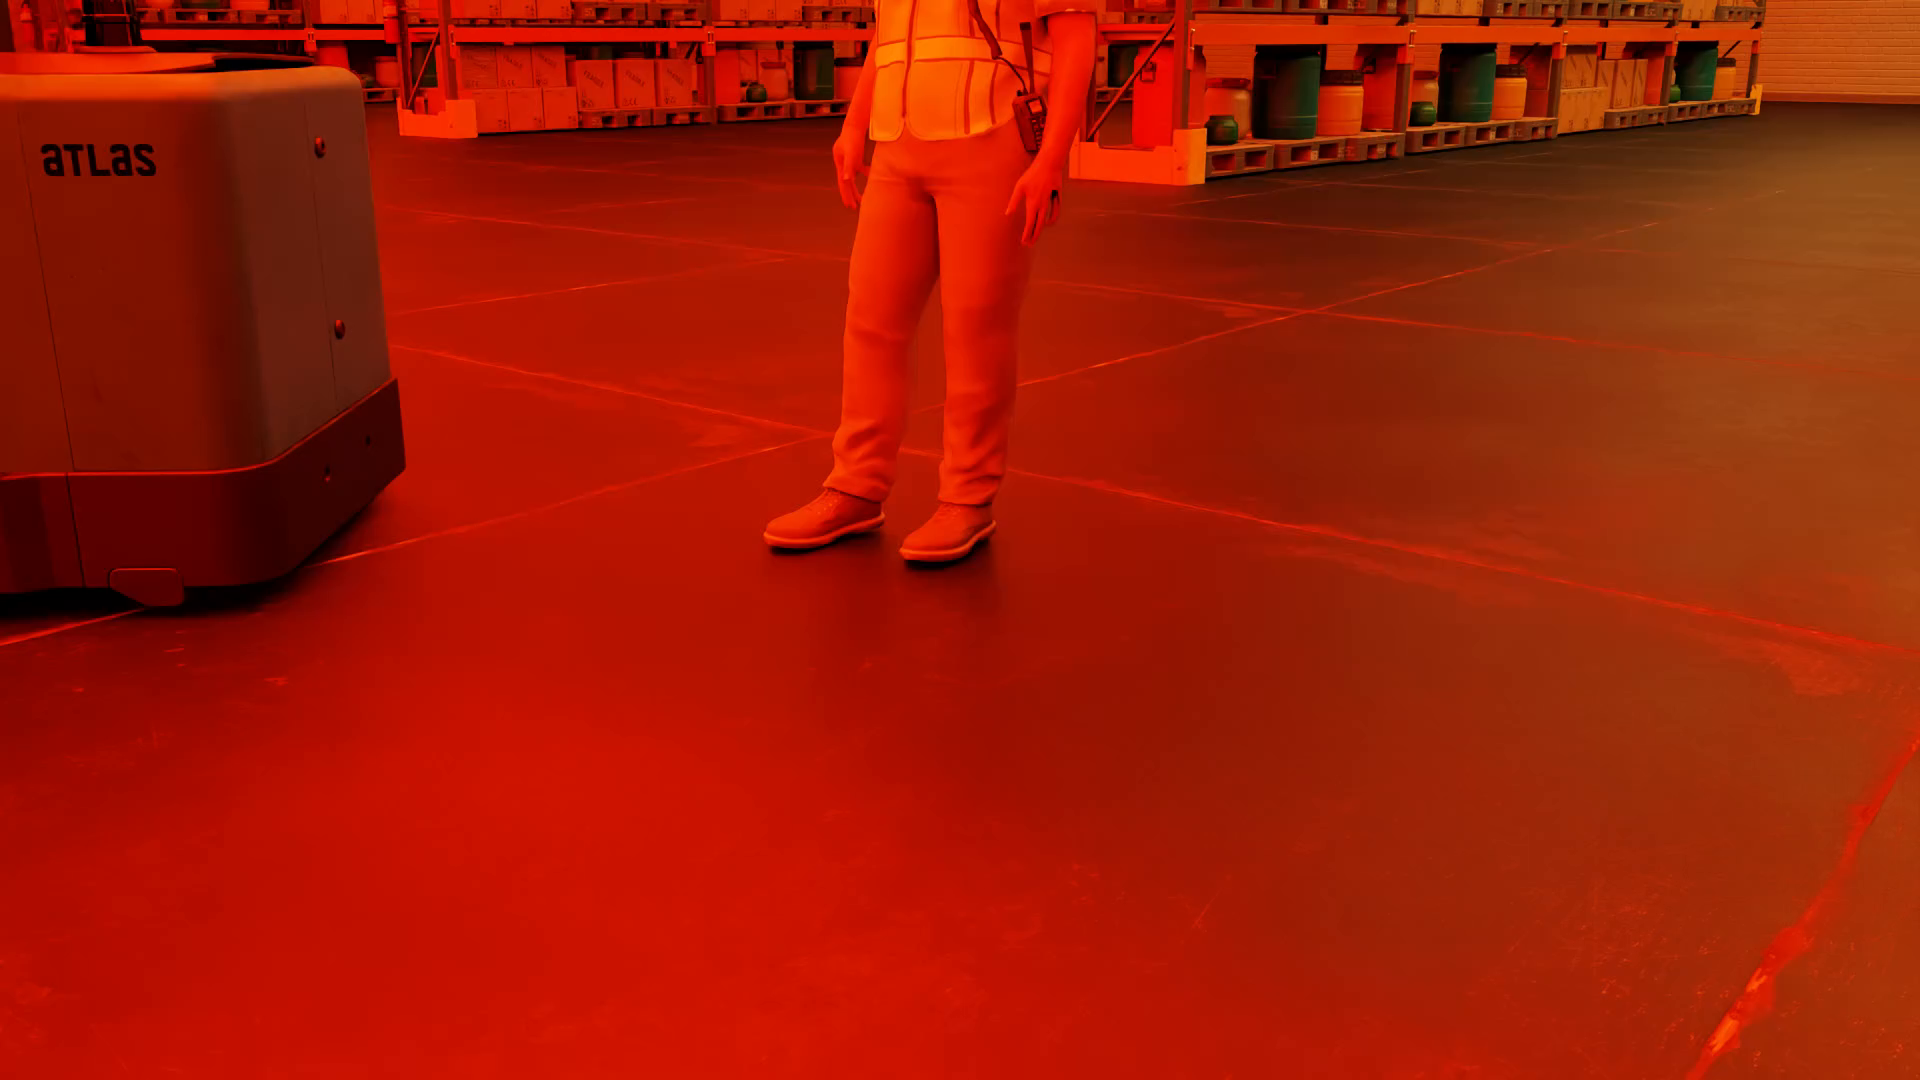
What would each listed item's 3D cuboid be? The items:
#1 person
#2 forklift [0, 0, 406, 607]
[{"bbox_3d":[-0.059,-0.844,3.631,0.640,1.781,0.575,13,21,37],"label":"person"},{"bbox_3d":[-2.929,-1.375,3.427,3.031,2.935,1.130,-1,17,-2],"label":"forklift"}]
